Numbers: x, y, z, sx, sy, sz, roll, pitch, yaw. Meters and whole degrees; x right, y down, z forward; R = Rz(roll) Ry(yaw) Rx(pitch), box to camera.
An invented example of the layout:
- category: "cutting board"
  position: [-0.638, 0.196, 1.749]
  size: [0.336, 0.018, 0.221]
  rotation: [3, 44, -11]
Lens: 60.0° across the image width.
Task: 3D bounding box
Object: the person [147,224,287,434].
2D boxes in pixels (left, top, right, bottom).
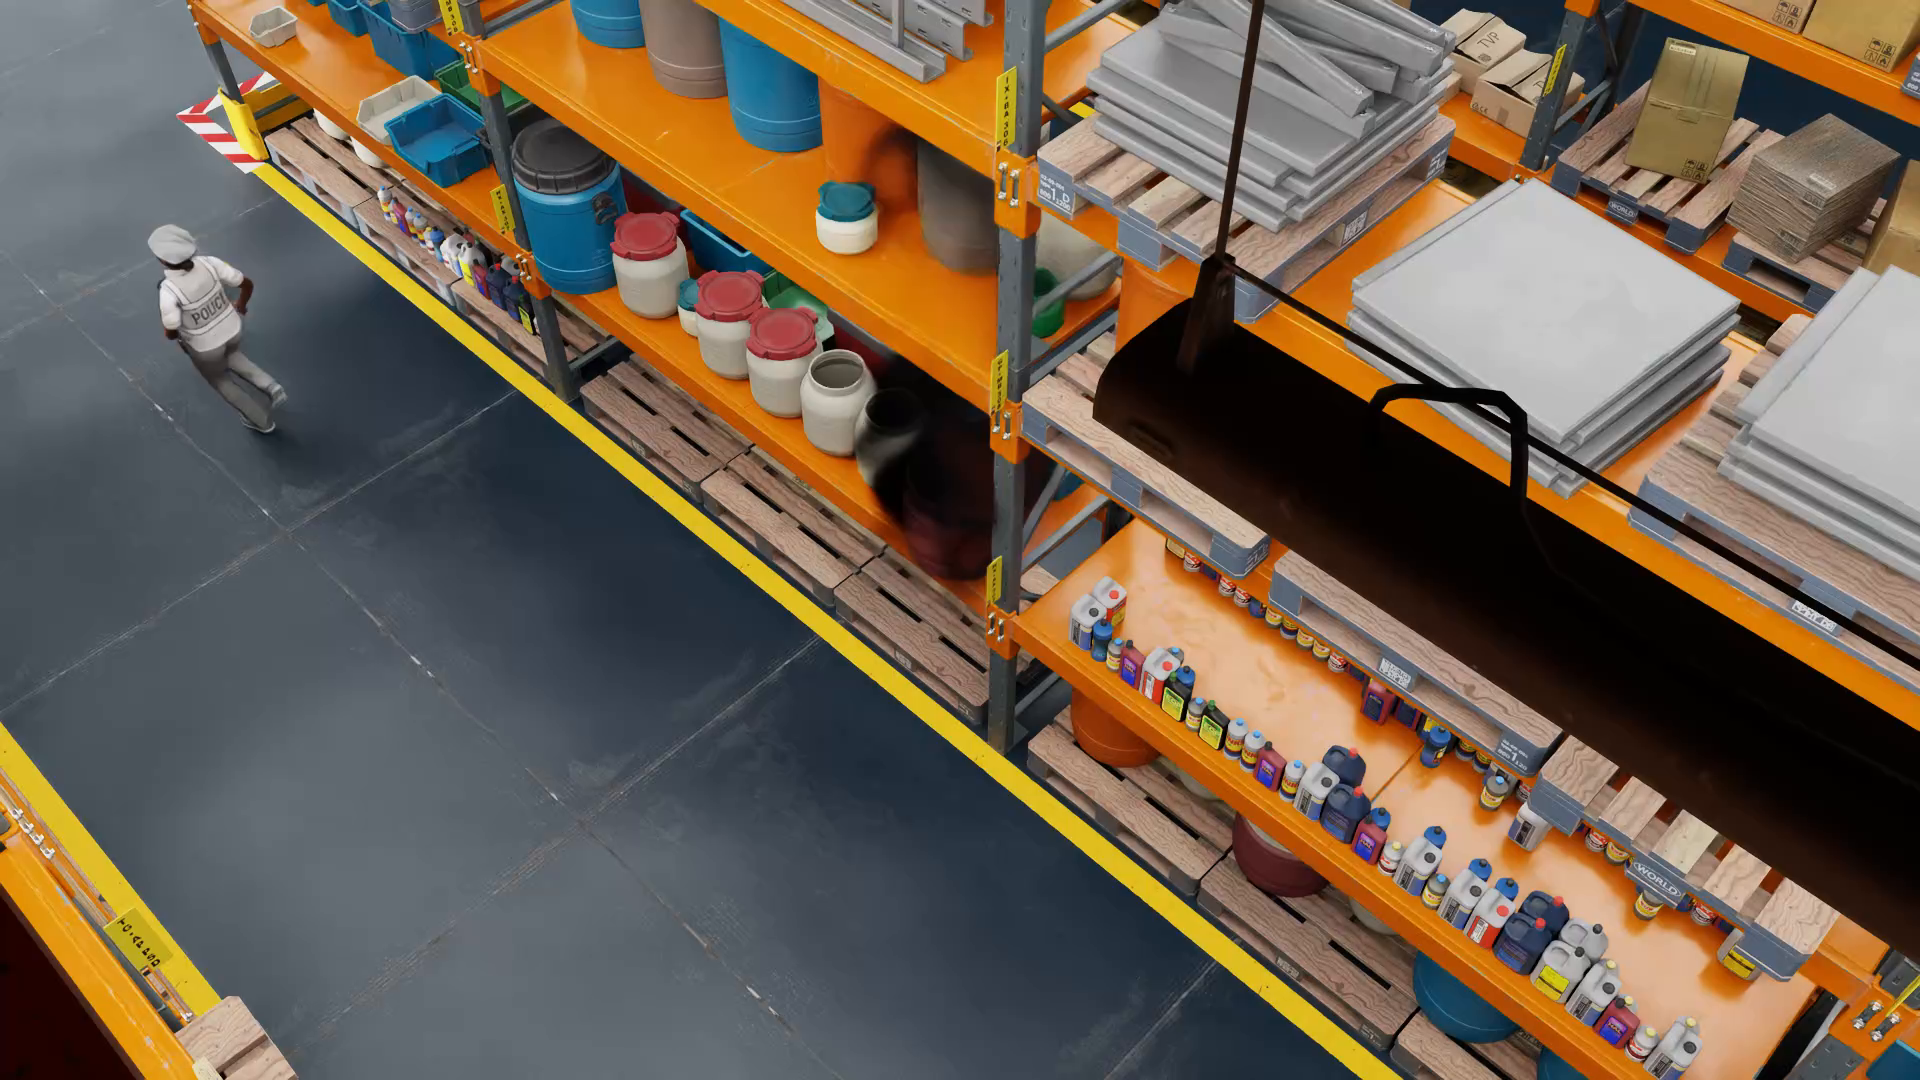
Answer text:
- category: "person"
  position: [-4.712, -1.315, 10.421]
  size: [0.560, 1.654, 0.583]
  rotation: [23, 54, 18]
